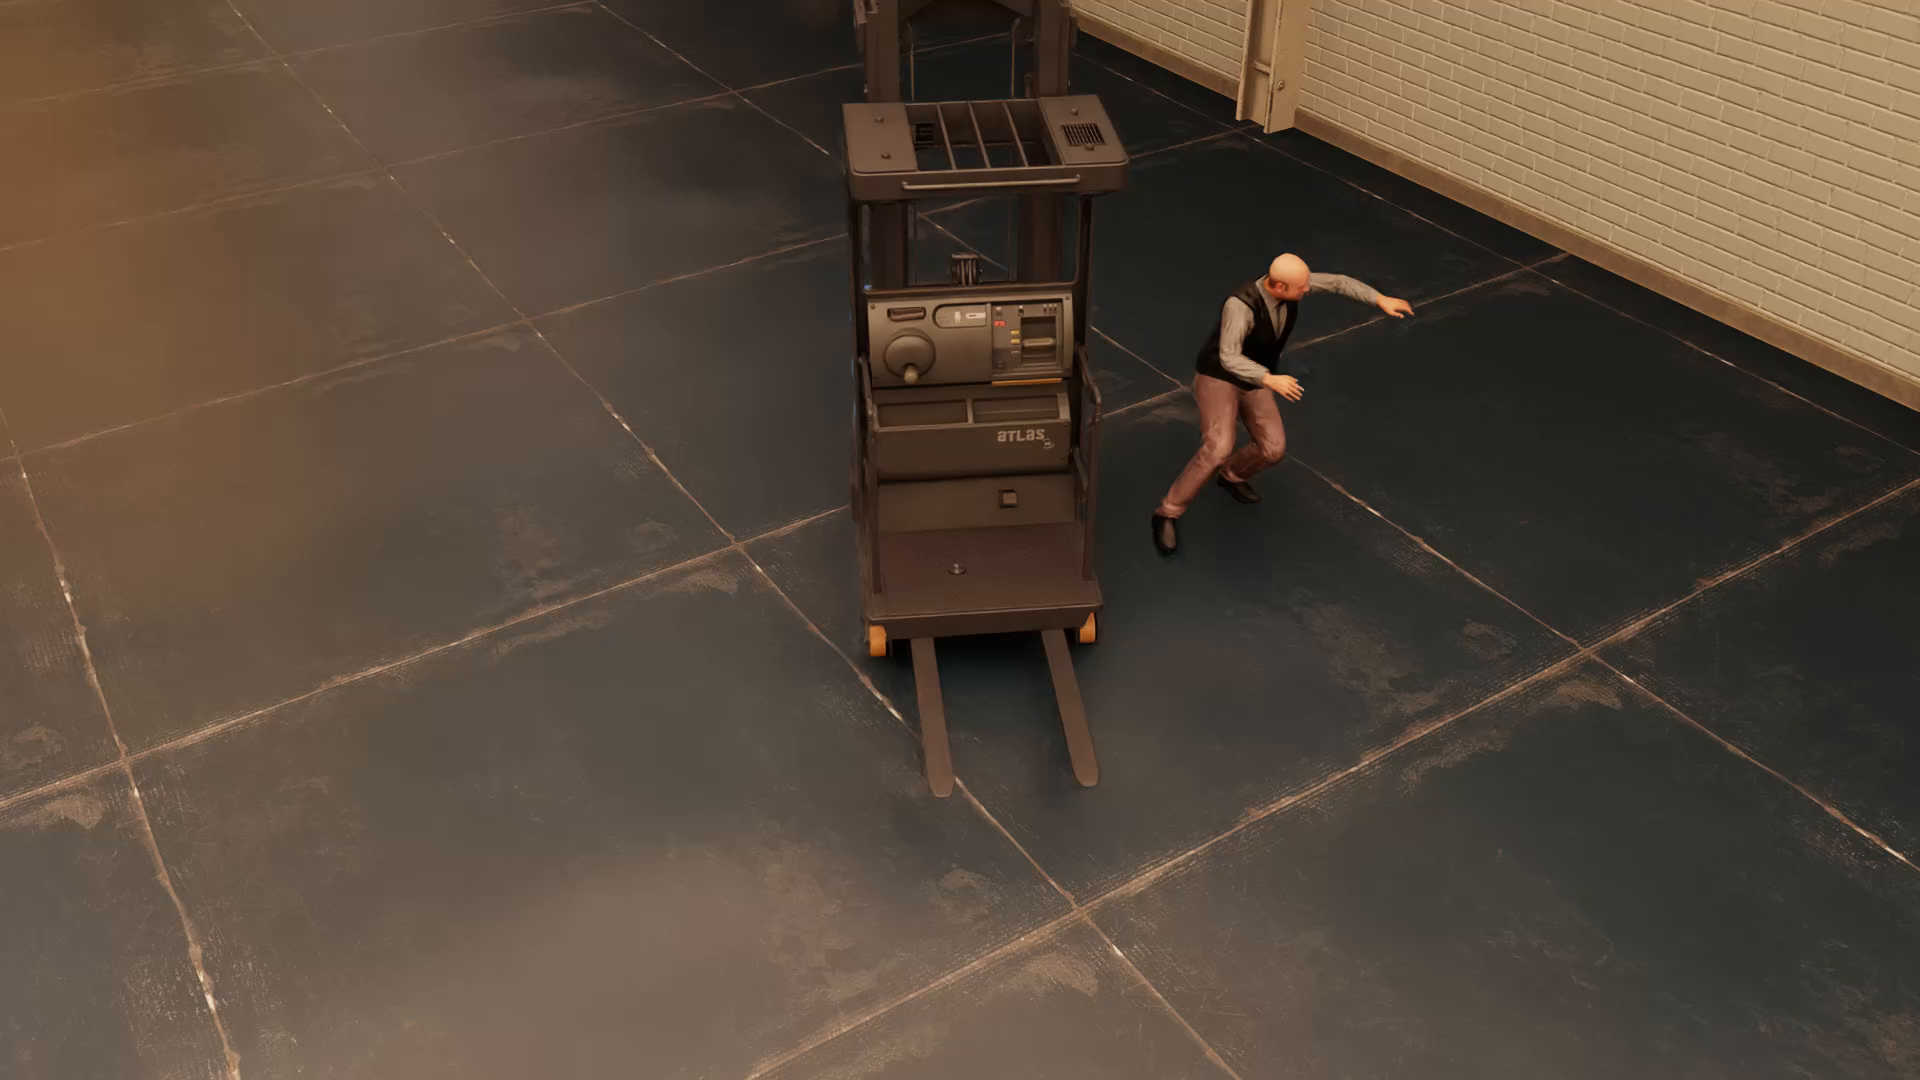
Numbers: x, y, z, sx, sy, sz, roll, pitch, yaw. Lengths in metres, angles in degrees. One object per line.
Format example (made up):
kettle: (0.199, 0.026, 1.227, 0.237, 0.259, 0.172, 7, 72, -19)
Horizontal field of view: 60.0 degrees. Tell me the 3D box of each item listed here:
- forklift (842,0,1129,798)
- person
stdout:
forklift: (0.076, -0.849, 7.356, 1.130, 2.935, 3.031, -3, 35, -5)
person: (1.568, -0.798, 8.573, 1.457, 1.457, 0.784, -24, 42, -30)
